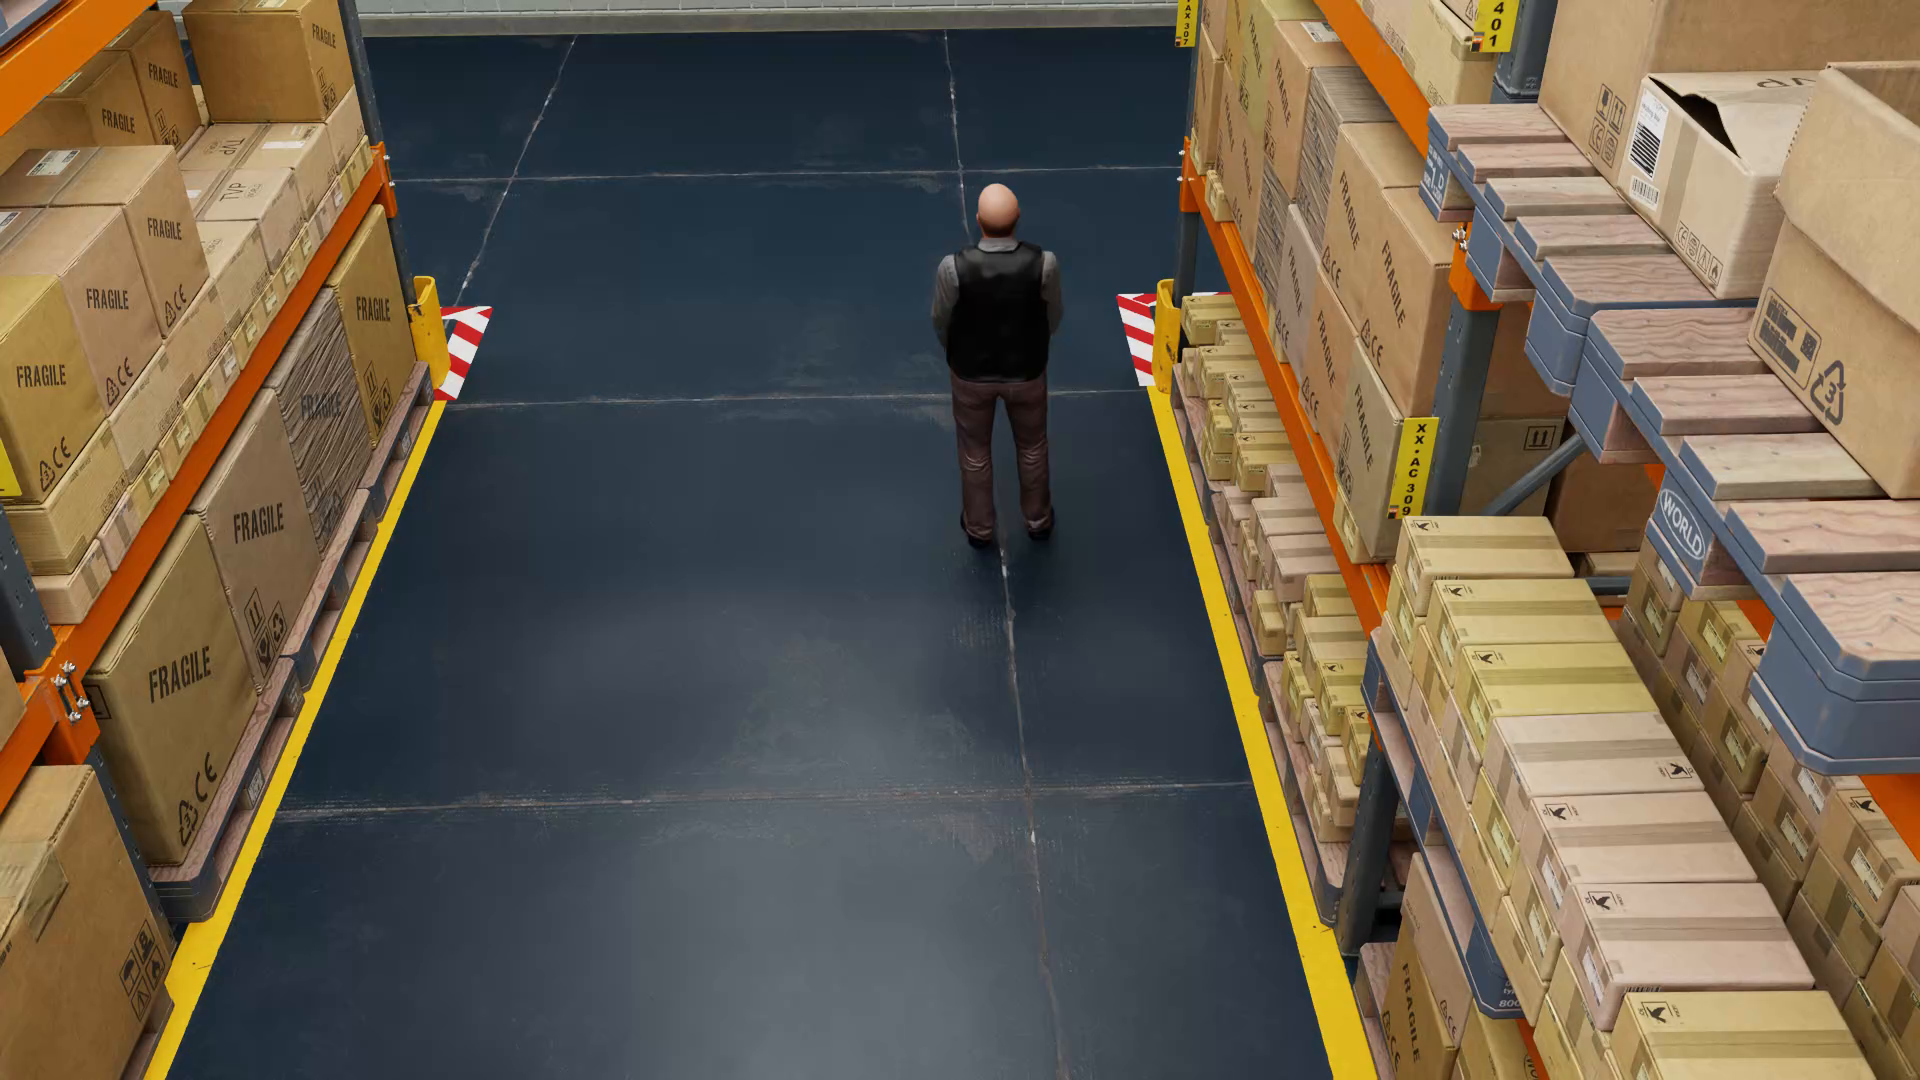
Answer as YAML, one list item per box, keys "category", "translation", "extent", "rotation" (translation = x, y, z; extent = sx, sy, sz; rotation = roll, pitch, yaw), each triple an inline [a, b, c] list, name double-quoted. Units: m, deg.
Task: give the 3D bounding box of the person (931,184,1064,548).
- category: "person"
  translation: [0.163, -0.756, 7.242]
  extent: [0.574, 1.726, 0.439]
  rotation: [-2, 35, -2]
